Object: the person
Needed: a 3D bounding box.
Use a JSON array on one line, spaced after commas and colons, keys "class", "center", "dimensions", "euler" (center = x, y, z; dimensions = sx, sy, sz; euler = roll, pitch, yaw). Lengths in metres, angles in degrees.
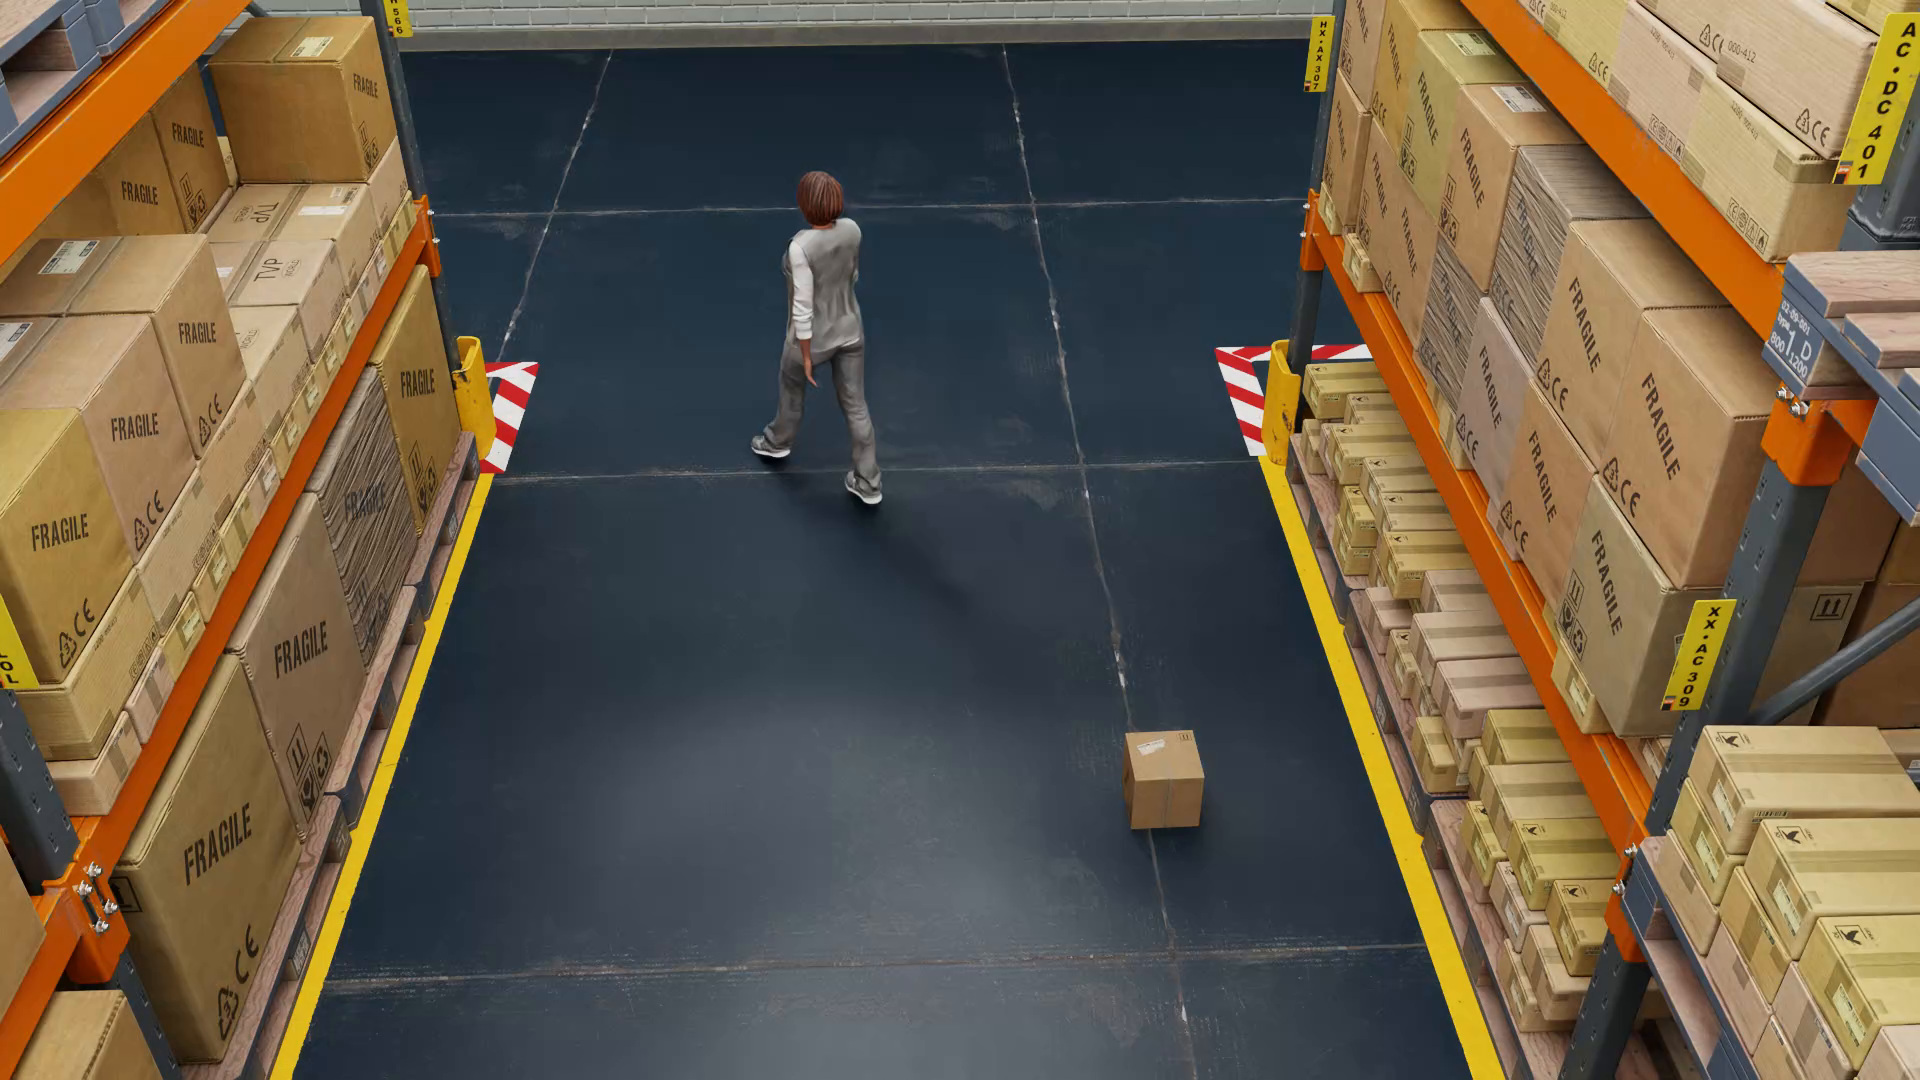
[{"class": "person", "center": [-0.651, -0.955, 7.465], "dimensions": [0.424, 1.567, 0.850], "euler": [-23, 42, -28]}]
